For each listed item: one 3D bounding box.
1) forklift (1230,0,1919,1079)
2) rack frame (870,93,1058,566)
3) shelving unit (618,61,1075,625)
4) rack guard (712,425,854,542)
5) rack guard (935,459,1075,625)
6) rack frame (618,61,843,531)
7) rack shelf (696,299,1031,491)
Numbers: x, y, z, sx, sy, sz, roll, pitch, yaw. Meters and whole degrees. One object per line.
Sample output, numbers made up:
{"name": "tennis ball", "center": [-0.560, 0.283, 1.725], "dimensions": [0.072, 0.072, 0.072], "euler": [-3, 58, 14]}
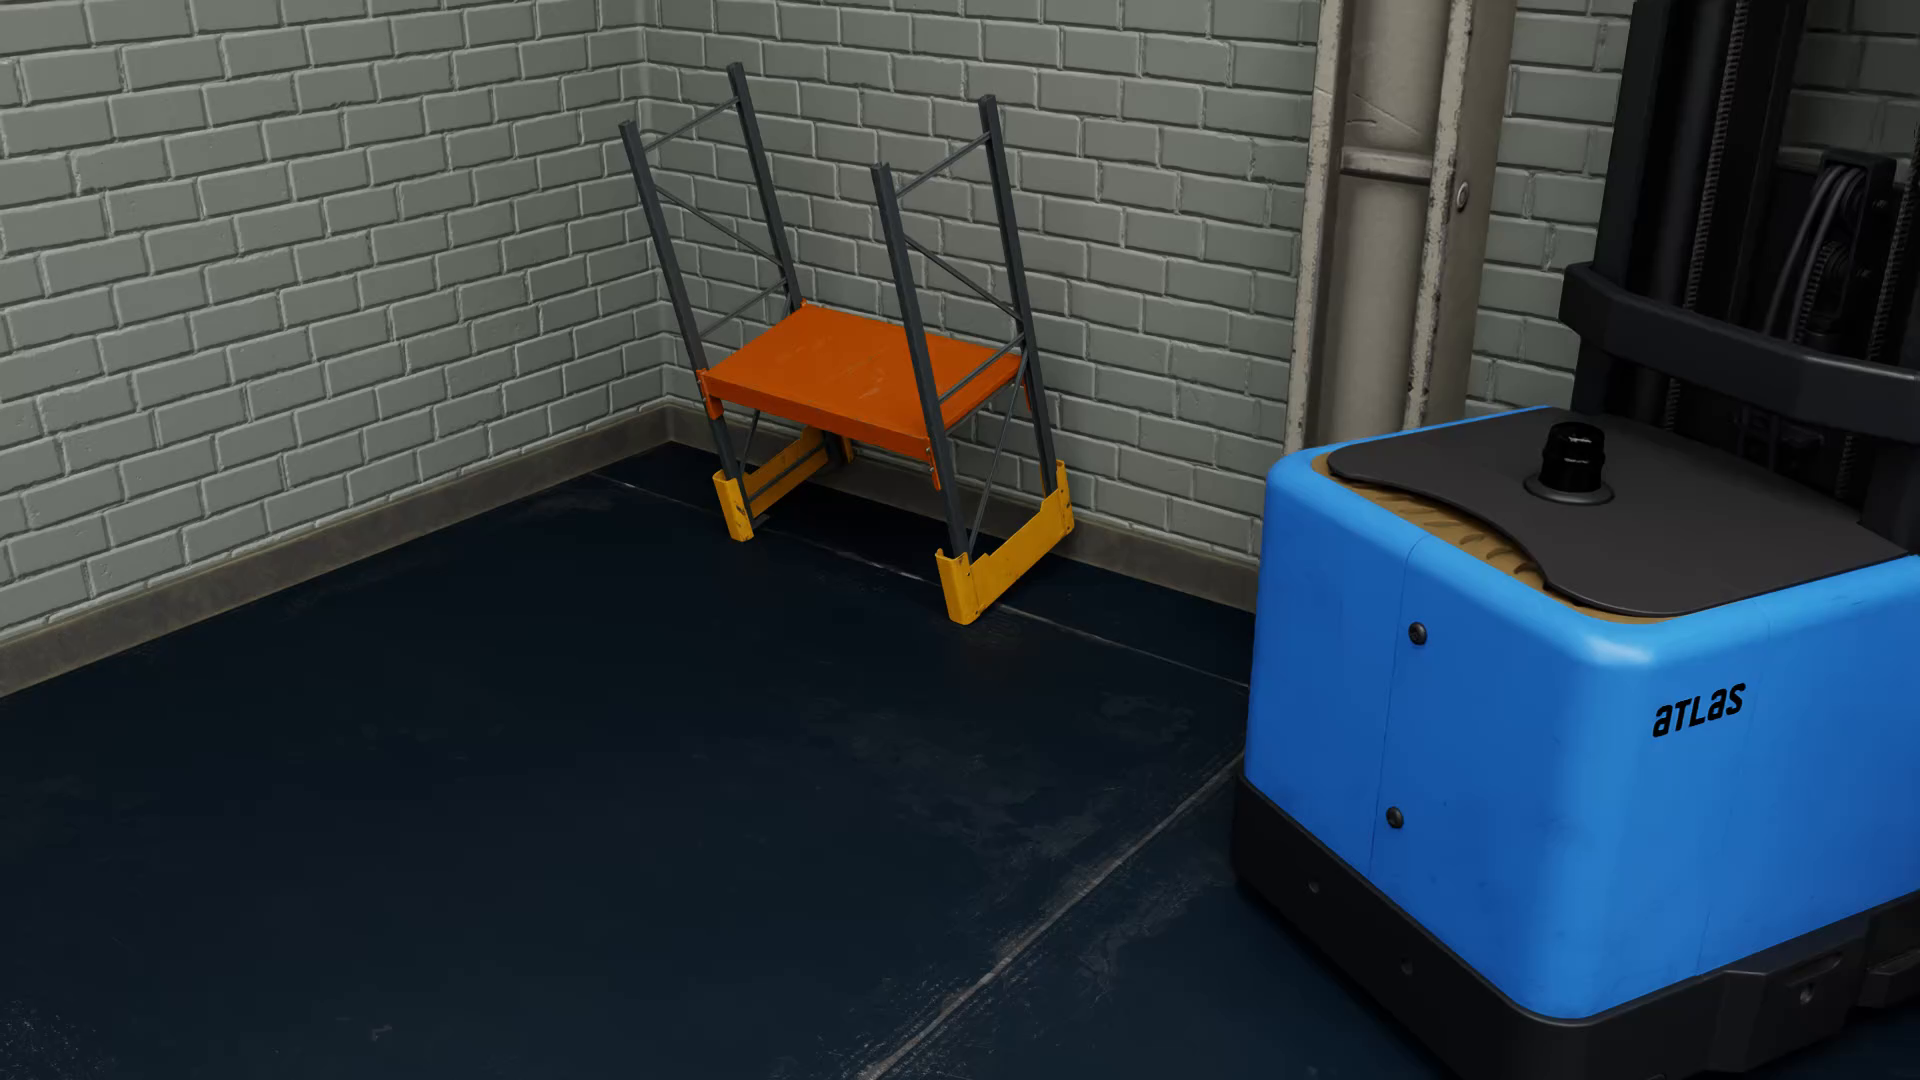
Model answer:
{"name": "forklift", "center": [2.185, -0.624, 3.531], "dimensions": [3.031, 2.935, 1.130], "euler": [-11, 26, -24]}
{"name": "rack frame", "center": [0.059, -0.498, 4.888], "dimensions": [0.032, 1.500, 0.500], "euler": [19, 45, 36]}
{"name": "shelving unit", "center": [-0.337, -0.631, 5.193], "dimensions": [1.083, 1.500, 0.587], "euler": [19, 45, 36]}
{"name": "rack guard", "center": [-0.611, -0.258, 5.845], "dimensions": [0.087, 0.250, 0.587], "euler": [19, 45, 36]}
{"name": "rack guard", "center": [0.151, -0.002, 5.257], "dimensions": [0.087, 0.250, 0.587], "euler": [19, 45, 36]}
{"name": "rack frame", "center": [-0.719, -0.760, 5.488], "dimensions": [0.032, 1.500, 0.500], "euler": [19, 45, 36]}
{"name": "rack shelf", "center": [-0.299, -0.485, 5.291], "dimensions": [1.000, 0.185, 0.538], "euler": [19, 45, 36]}
